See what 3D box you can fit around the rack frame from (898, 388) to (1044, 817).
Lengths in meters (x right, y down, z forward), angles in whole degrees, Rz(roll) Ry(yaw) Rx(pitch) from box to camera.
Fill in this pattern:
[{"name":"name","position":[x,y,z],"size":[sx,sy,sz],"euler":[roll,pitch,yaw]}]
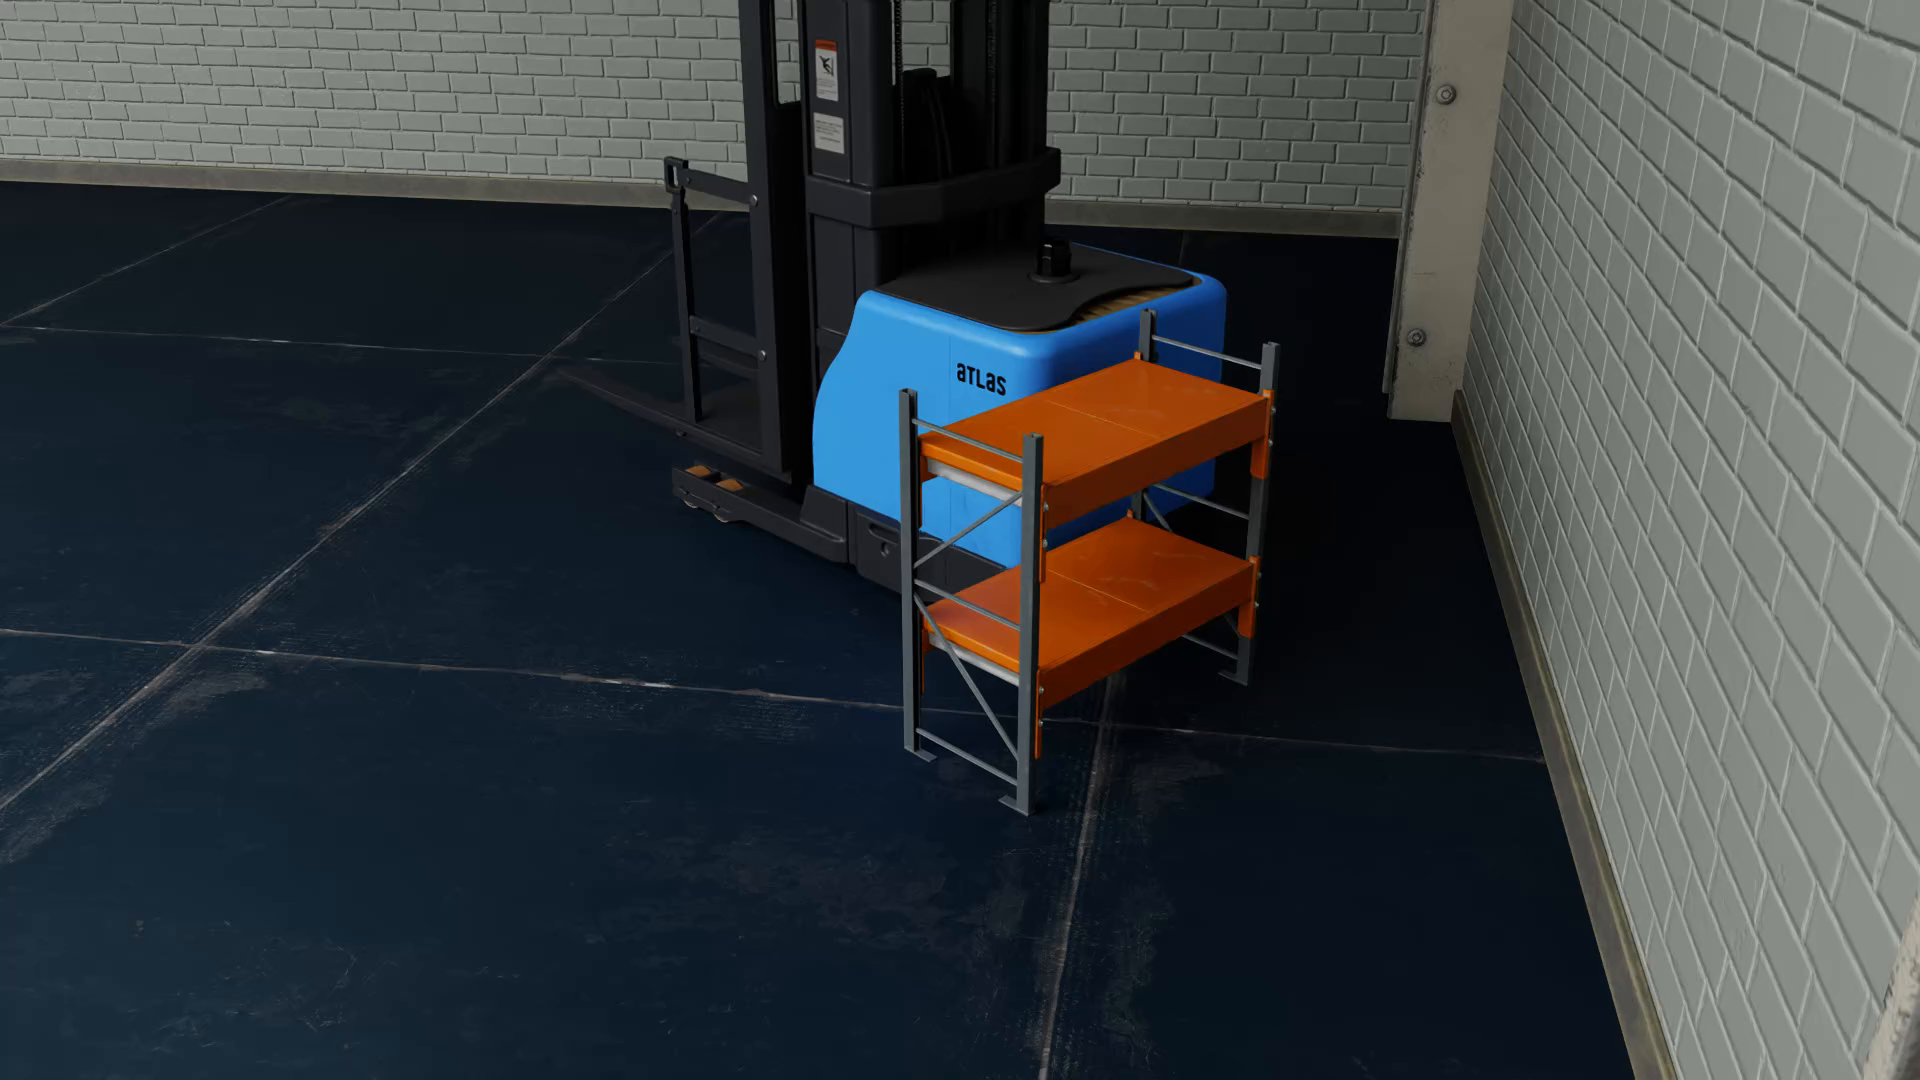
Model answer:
[{"name":"rack frame","position":[0.022,0.179,4.541],"size":[0.500,1.125,0.032],"euler":[23,34,40]}]

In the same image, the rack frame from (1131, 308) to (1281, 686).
[{"name":"rack frame","position":[0.741,-0.126,5.192],"size":[0.500,1.125,0.032],"euler":[23,34,40]}]

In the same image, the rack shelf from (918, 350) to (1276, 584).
[{"name":"rack shelf","position":[0.381,-0.238,4.742],"size":[0.538,0.278,1.000],"euler":[23,34,40]}]

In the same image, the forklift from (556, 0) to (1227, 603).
[{"name":"forklift","position":[-0.481,-1.531,6.063],"size":[3.031,2.935,1.130],"euler":[23,33,40]}]

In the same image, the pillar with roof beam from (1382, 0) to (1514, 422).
[{"name":"pillar with roof beam","position":[-2.158,-4.987,6.290],"size":[9.100,9.000,0.400],"euler":[4,25,9]}]

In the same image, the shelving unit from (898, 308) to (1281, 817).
[{"name":"shelving unit","position":[0.381,0.027,4.866],"size":[0.538,1.125,1.048],"euler":[23,34,40]}]

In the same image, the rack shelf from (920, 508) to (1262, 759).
[{"name":"rack shelf","position":[0.381,0.248,4.970],"size":[0.538,0.278,1.000],"euler":[23,34,40]}]
